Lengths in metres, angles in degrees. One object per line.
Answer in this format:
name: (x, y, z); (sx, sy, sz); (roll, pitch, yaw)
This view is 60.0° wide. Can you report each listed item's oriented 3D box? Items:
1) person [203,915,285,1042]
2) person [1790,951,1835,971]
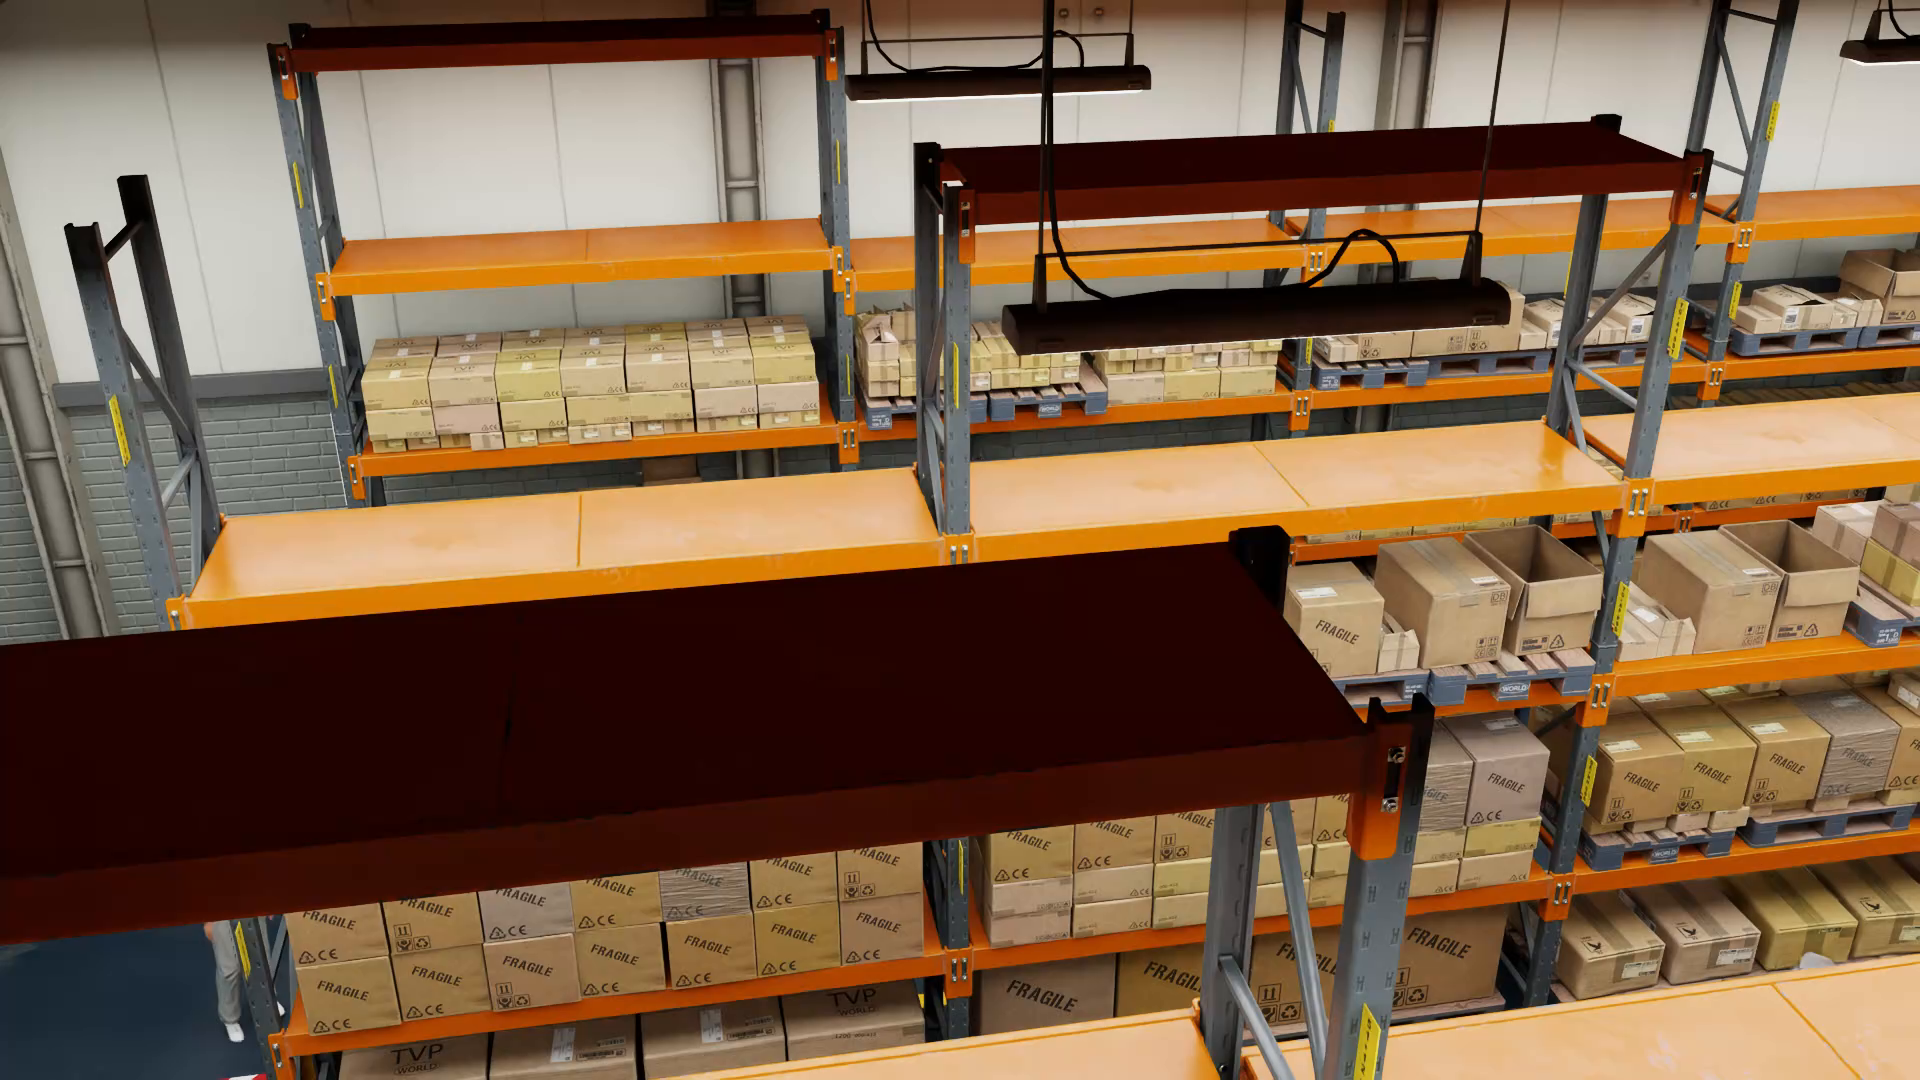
person: (-4.879, 2.538, 11.181); (0.407, 1.718, 0.509); (21, 33, 37)
person: (4.817, 3.189, 9.691); (0.670, 1.805, 0.489); (-9, 27, -19)
